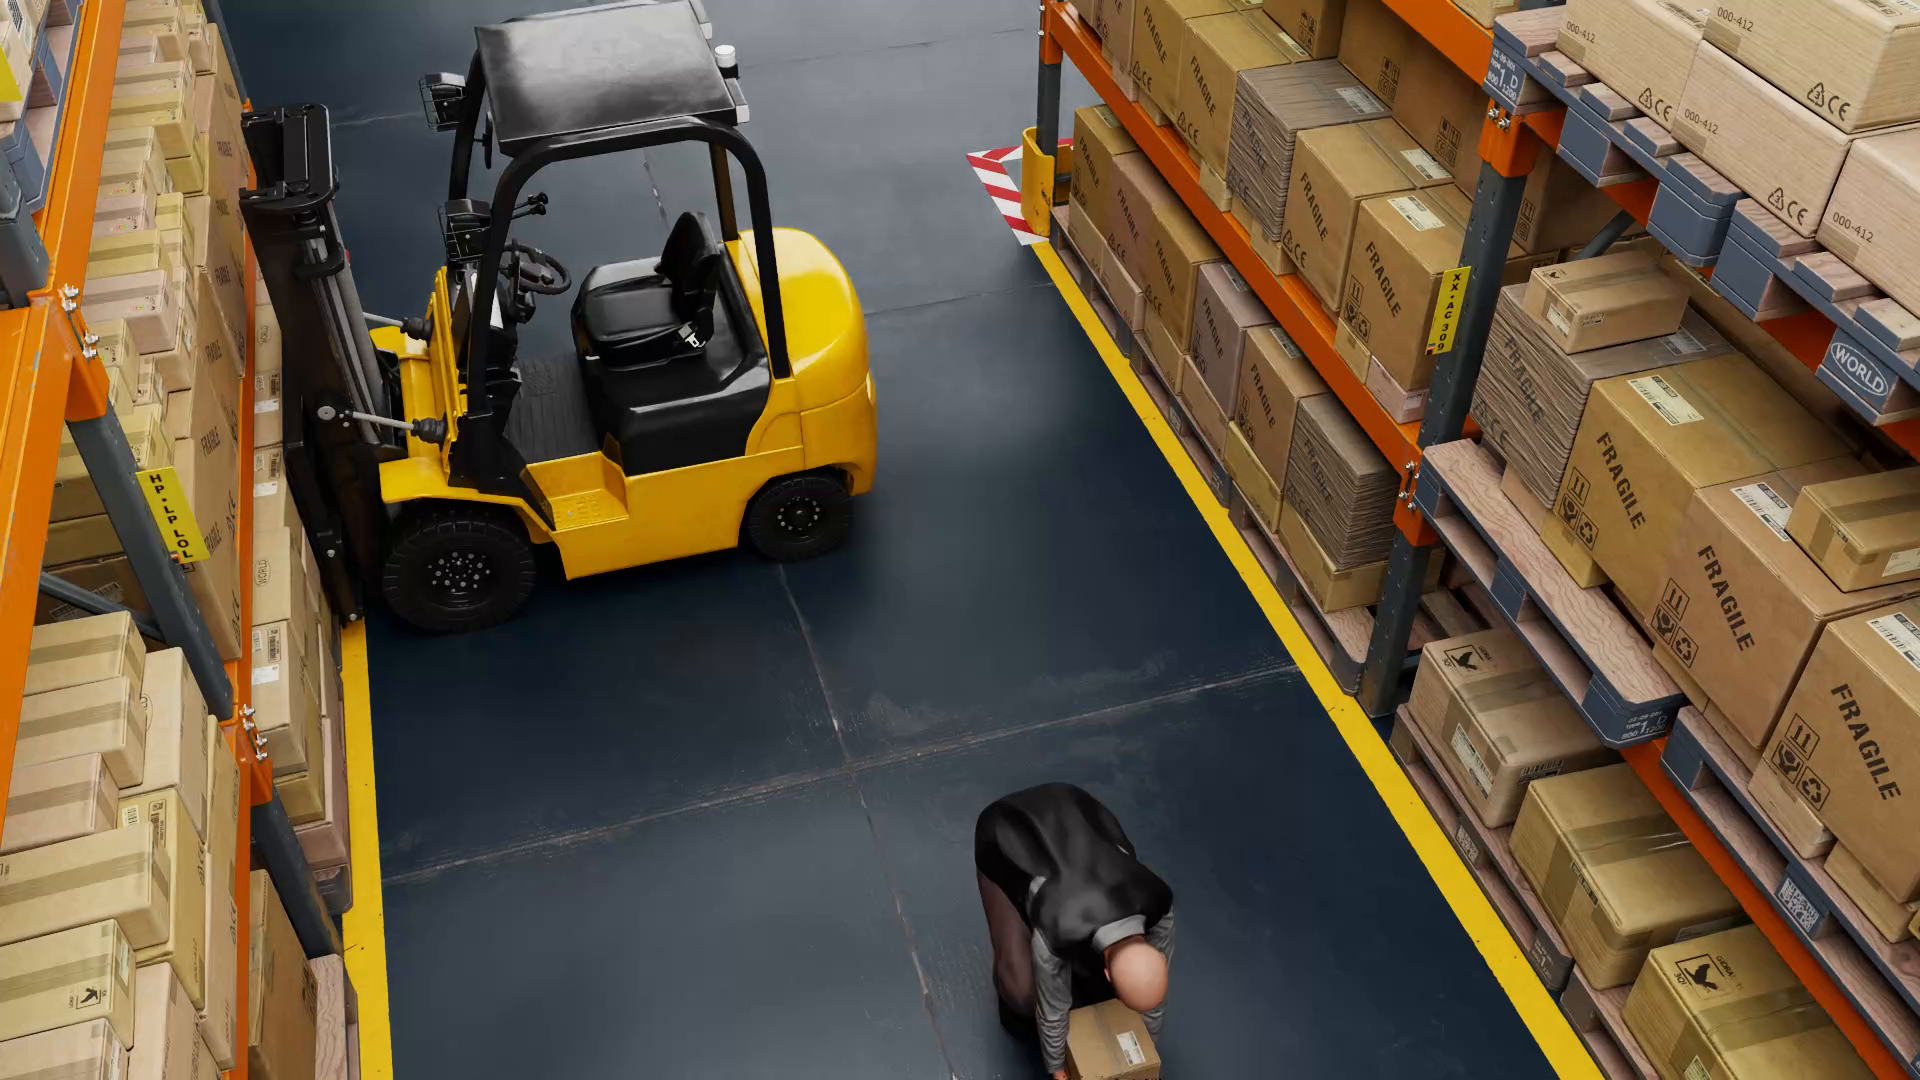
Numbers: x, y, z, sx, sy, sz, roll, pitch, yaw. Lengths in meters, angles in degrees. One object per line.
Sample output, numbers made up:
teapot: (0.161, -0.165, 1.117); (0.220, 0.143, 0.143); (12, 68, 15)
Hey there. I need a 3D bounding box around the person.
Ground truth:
person: (0.375, 1.303, 5.294); (0.520, 0.969, 0.938); (-14, 44, -15)
